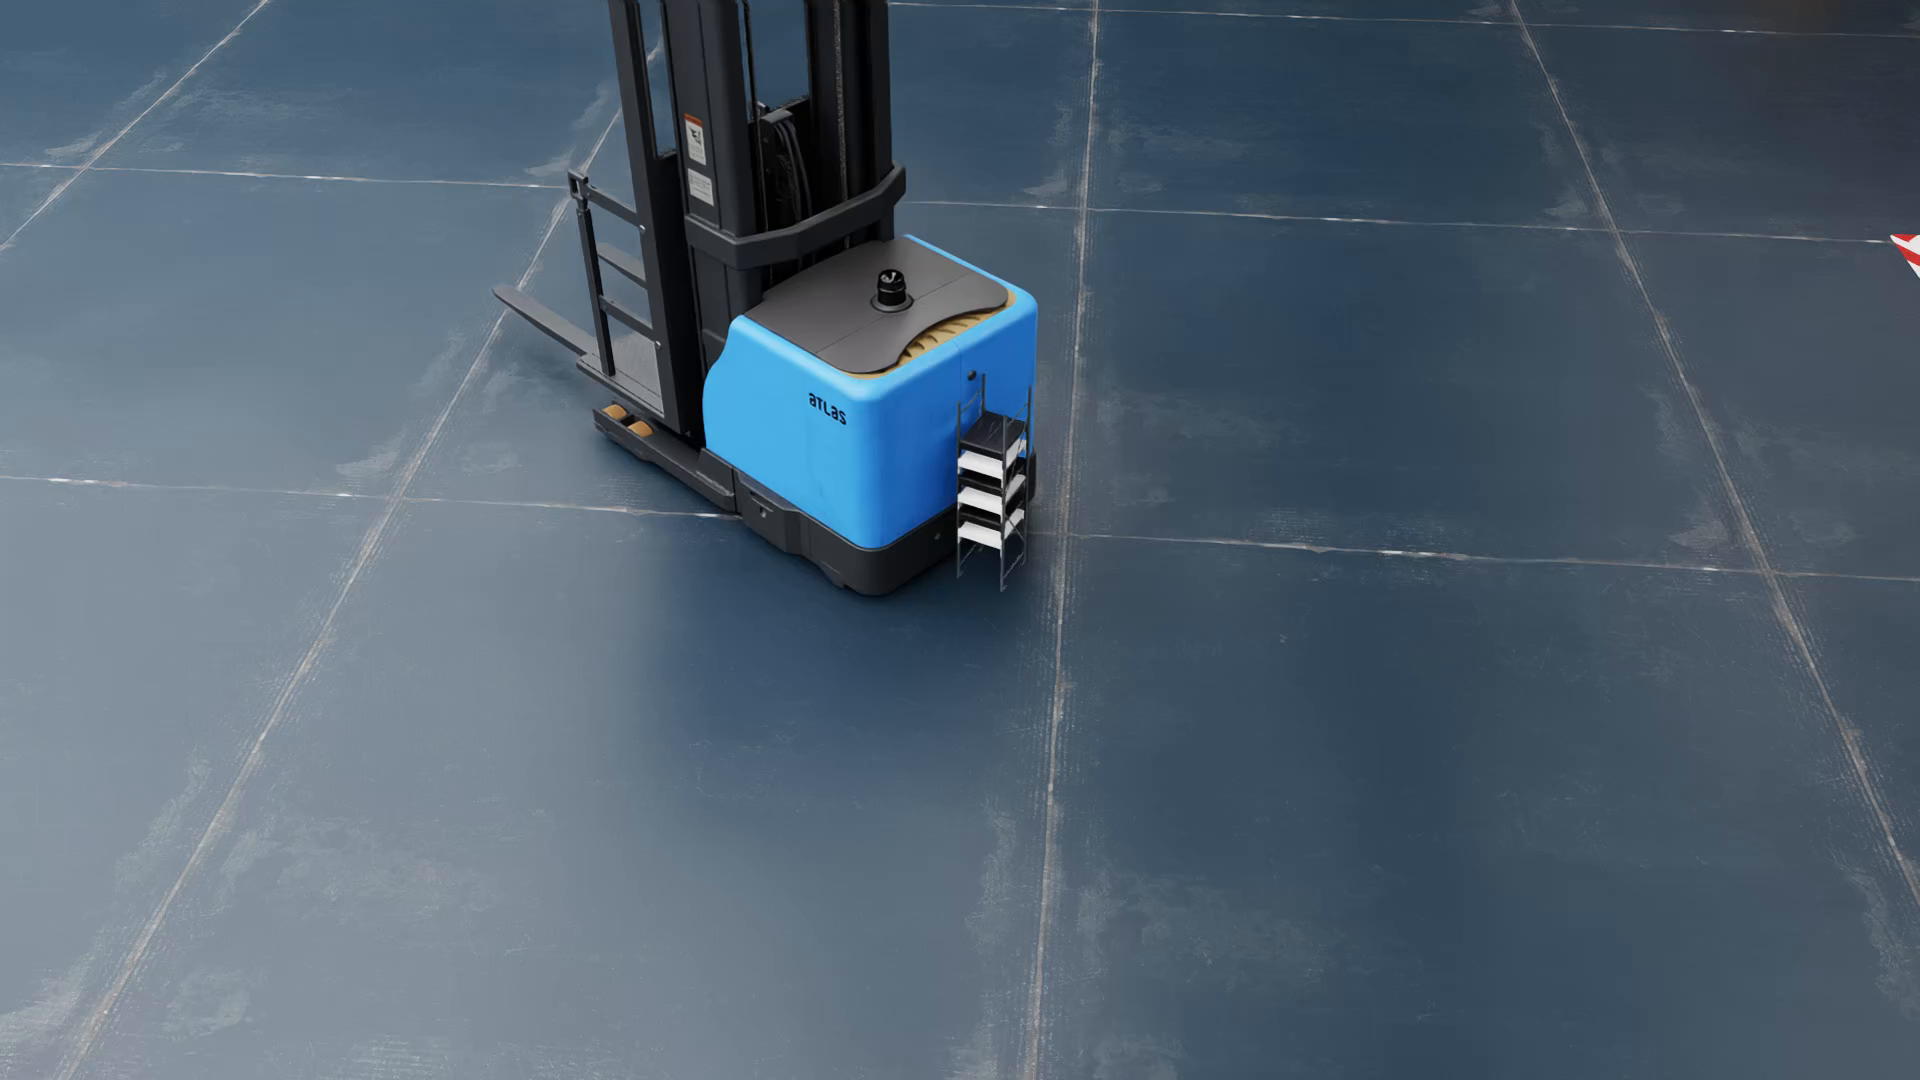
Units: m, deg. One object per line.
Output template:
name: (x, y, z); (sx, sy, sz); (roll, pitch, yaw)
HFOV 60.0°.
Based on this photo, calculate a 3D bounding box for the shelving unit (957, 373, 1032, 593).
shelving unit: (0.136, -0.222, 6.810); (0.210, 0.900, 0.258); (18, 42, 21)

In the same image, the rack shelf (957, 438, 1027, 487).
rack shelf: (0.136, -0.336, 6.718); (0.200, 0.077, 0.258); (18, 42, 21)

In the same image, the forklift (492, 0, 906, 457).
forklift: (-1.104, -1.725, 7.098); (2.937, 2.867, 1.118); (32, 49, 33)

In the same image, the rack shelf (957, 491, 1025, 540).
rack shelf: (0.136, -0.127, 6.888); (0.200, 0.077, 0.258); (18, 42, 21)

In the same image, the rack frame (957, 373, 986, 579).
rack frame: (0.045, -0.252, 6.846); (0.006, 0.900, 0.240); (18, 42, 21)

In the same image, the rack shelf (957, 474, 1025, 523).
rack shelf: (0.136, -0.196, 6.831); (0.200, 0.077, 0.258); (18, 42, 21)

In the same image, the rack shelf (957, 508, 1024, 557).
rack shelf: (0.136, -0.057, 6.945); (0.200, 0.077, 0.258); (18, 42, 21)

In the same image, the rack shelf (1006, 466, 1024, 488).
rack shelf: (0.136, -0.278, 6.765); (0.184, 0.015, 0.199); (18, 42, 21)

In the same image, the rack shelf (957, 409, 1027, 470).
rack shelf: (0.136, -0.406, 6.661); (0.200, 0.077, 0.258); (18, 42, 21)

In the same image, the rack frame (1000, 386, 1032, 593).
rack frame: (0.226, -0.193, 6.774); (0.006, 0.900, 0.240); (18, 42, 21)

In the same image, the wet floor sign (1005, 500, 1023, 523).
wet floor sign: (2.357, 3.530, 2.403); (9.101, 0.644, 8.826); (16, 42, 19)
